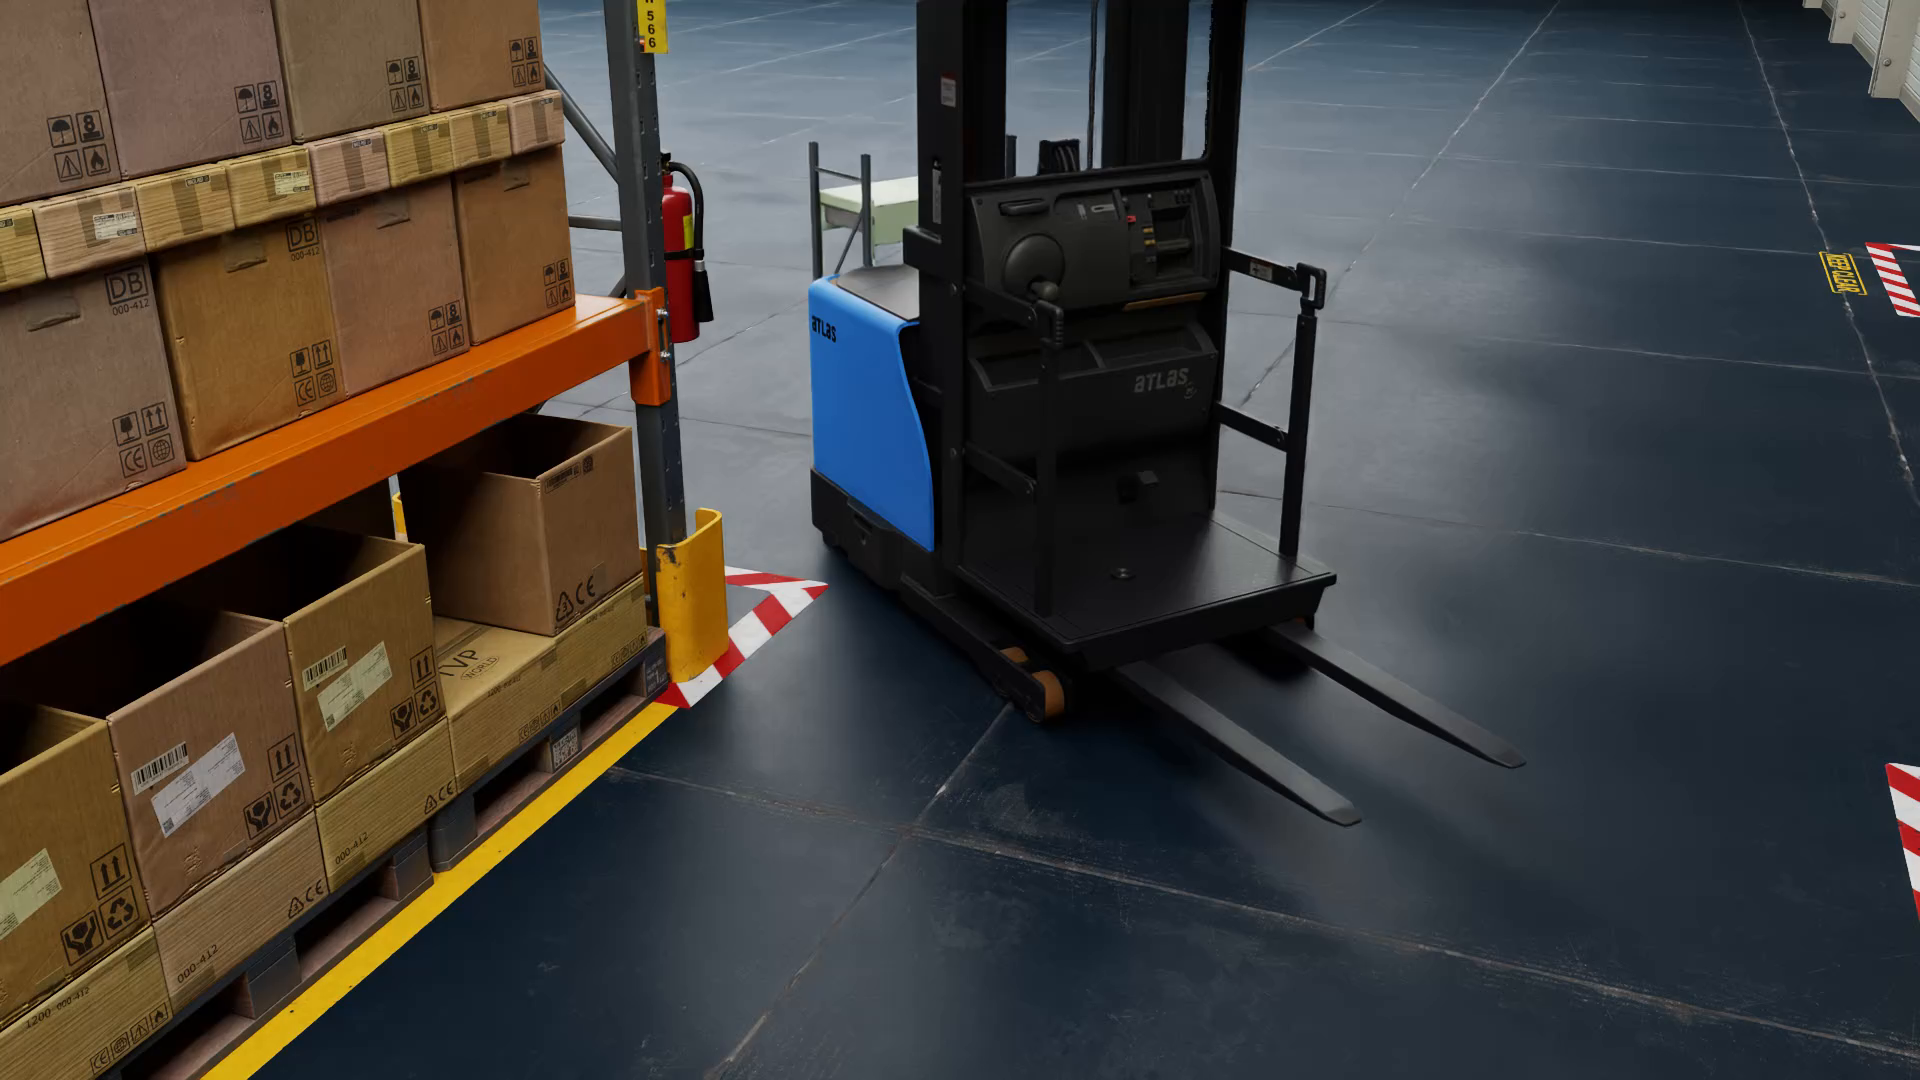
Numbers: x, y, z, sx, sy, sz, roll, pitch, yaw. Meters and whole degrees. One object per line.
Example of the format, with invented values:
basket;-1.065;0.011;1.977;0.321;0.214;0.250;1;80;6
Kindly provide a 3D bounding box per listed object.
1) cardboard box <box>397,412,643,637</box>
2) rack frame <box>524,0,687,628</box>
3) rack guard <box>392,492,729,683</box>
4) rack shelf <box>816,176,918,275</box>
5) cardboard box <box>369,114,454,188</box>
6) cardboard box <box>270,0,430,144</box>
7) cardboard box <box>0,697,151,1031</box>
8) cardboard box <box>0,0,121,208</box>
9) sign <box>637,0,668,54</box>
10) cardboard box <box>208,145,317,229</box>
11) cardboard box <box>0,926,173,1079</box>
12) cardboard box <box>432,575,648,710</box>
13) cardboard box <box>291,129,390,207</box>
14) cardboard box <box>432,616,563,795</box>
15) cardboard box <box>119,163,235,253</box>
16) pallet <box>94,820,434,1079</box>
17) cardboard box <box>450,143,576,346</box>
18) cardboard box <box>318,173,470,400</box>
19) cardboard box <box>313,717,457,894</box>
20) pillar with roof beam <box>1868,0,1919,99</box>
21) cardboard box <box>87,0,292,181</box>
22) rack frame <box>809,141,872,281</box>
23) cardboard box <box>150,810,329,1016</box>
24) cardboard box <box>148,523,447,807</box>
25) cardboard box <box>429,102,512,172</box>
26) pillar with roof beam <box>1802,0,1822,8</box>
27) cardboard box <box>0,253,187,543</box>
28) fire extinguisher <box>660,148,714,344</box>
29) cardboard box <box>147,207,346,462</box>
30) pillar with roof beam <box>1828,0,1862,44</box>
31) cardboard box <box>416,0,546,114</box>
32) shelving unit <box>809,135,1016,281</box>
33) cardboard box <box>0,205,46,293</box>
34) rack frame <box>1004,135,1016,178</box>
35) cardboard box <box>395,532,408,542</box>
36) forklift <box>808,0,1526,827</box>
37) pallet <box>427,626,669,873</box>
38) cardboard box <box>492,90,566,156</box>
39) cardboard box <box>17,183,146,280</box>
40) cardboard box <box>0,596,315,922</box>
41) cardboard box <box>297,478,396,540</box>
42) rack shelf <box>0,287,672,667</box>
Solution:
cardboard box;-1.329;-0.068;5.070;0.500;0.500;0.500;9;24;20
rack frame;-1.406;-1.031;5.327;1.000;3.000;0.127;9;24;20
rack guard;-1.397;0.113;5.830;1.175;0.500;0.348;9;24;20
rack shelf;-0.190;-1.303;6.911;0.720;0.370;0.431;-17;28;-35
cardboard box;-1.562;-1.027;4.347;0.380;0.149;0.250;8;24;19
cardboard box;-1.801;-1.303;4.165;0.700;0.500;0.500;8;24;19
cardboard box;-2.058;0.650;3.352;0.500;0.500;0.500;9;24;20
cardboard box;-2.174;-0.943;3.303;0.700;0.500;0.500;9;24;20
sign;-0.907;-1.592;4.861;0.100;0.325;0.005;9;24;20
cardboard box;-1.755;-0.844;3.907;0.380;0.149;0.250;10;25;22
cardboard box;-2.057;0.996;3.496;0.500;0.250;0.500;9;24;20
cardboard box;-1.331;0.278;5.216;0.500;0.250;0.500;9;24;20
cardboard box;-1.657;-0.938;4.132;0.380;0.149;0.250;9;24;21
cardboard box;-1.505;0.459;4.783;0.500;0.250;0.500;9;24;20
cardboard box;-1.851;-0.749;3.681;0.380;0.149;0.250;9;24;22
pallet;-2.106;0.970;4.154;1.003;0.211;1.213;9;24;20
cardboard box;-1.591;-0.912;4.912;0.700;0.500;0.500;9;24;20
cardboard box;-1.782;-0.724;4.461;0.700;0.500;0.500;9;24;21
cardboard box;-1.690;0.638;4.354;0.500;0.250;0.500;9;24;20
pillar with roof beam;6.427;-9.775;18.477;9.100;9.000;0.400;9;24;20
cardboard box;-1.988;-1.122;3.733;0.700;0.500;0.500;9;24;20
rack frame;-0.478;-0.856;6.853;0.023;1.500;0.400;-17;28;-35
cardboard box;-1.877;0.816;3.926;0.500;0.250;0.500;9;24;20
cardboard box;-1.687;0.292;4.209;0.500;0.500;0.500;9;24;20
cardboard box;-1.467;-1.119;4.566;0.380;0.149;0.250;9;24;21
pillar with roof beam;10.884;-14.069;28.757;9.100;9.000;0.400;9;24;20
cardboard box;-2.164;-0.358;3.585;0.700;0.500;0.500;10;24;22
fire extinguisher;-0.931;-0.971;5.284;0.296;0.674;0.183;9;24;20
cardboard box;-1.972;-0.547;4.038;0.700;0.500;0.500;9;24;20
pillar with roof beam;8.656;-11.922;23.617;9.100;9.000;0.400;9;24;20
cardboard box;-1.611;-1.492;4.617;0.700;0.500;0.500;9;24;20
shelving unit;-0.190;-0.943;7.062;0.755;1.500;0.431;-17;28;-35
cardboard box;-2.040;-0.569;3.248;0.380;0.149;0.250;9;24;20
rack frame;0.097;-1.030;7.270;0.023;1.500;0.400;-17;28;-35
cardboard box;-1.812;0.204;5.393;0.500;0.250;0.500;9;24;20
forklift;0.563;-0.967;5.263;1.130;2.935;3.031;-12;26;-27
pallet;-1.651;0.535;5.195;1.003;0.211;1.213;9;24;20
cardboard box;-1.371;-1.213;4.790;0.380;0.149;0.250;8;24;19
cardboard box;-1.945;-0.657;3.461;0.380;0.149;0.250;8;24;19
cardboard box;-1.874;0.471;3.781;0.500;0.500;0.500;9;24;20
cardboard box;-1.996;0.037;4.820;0.500;0.500;0.500;9;24;20
rack shelf;-2.149;0.016;3.753;1.077;0.370;4.000;9;24;20
